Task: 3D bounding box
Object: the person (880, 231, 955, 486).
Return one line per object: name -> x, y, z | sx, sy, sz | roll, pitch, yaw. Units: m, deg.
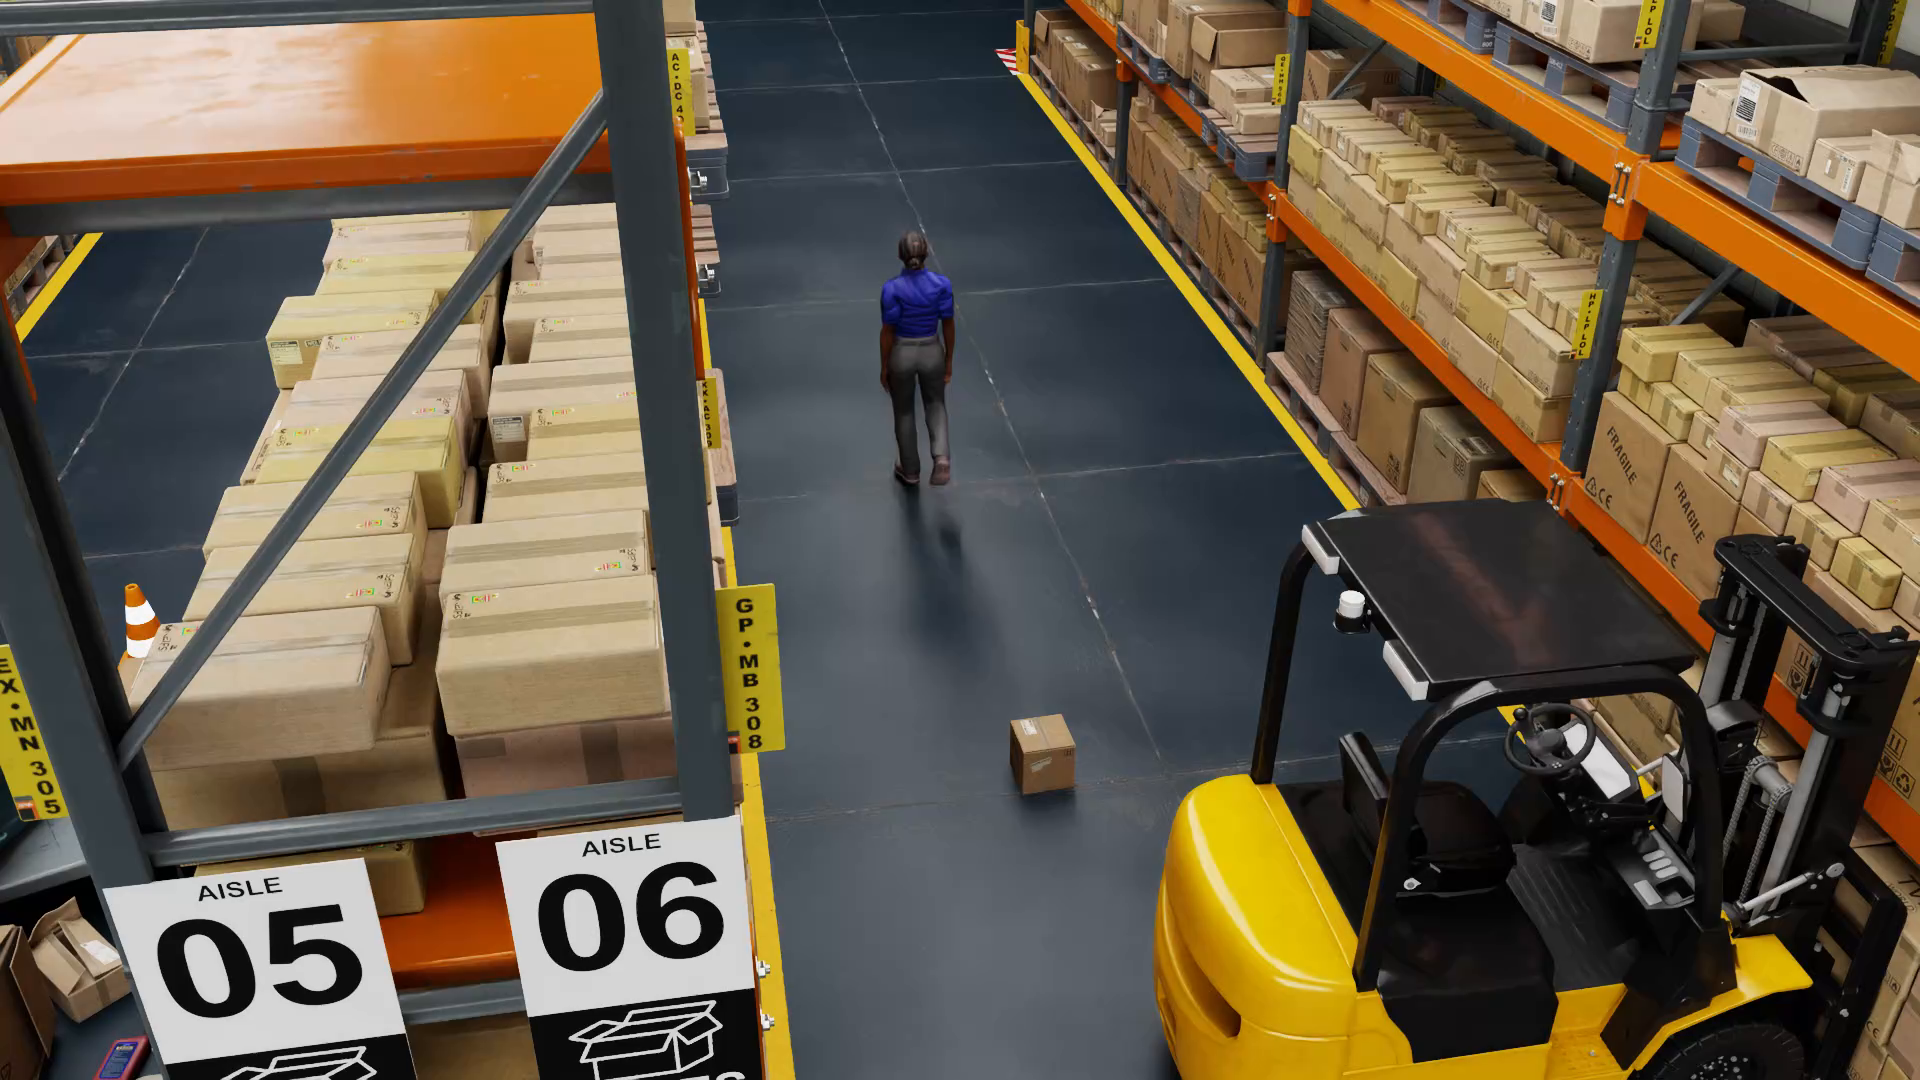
person -> -0.249, -1.049, 9.853 | 0.447, 1.641, 0.569 | -8, 32, -13
